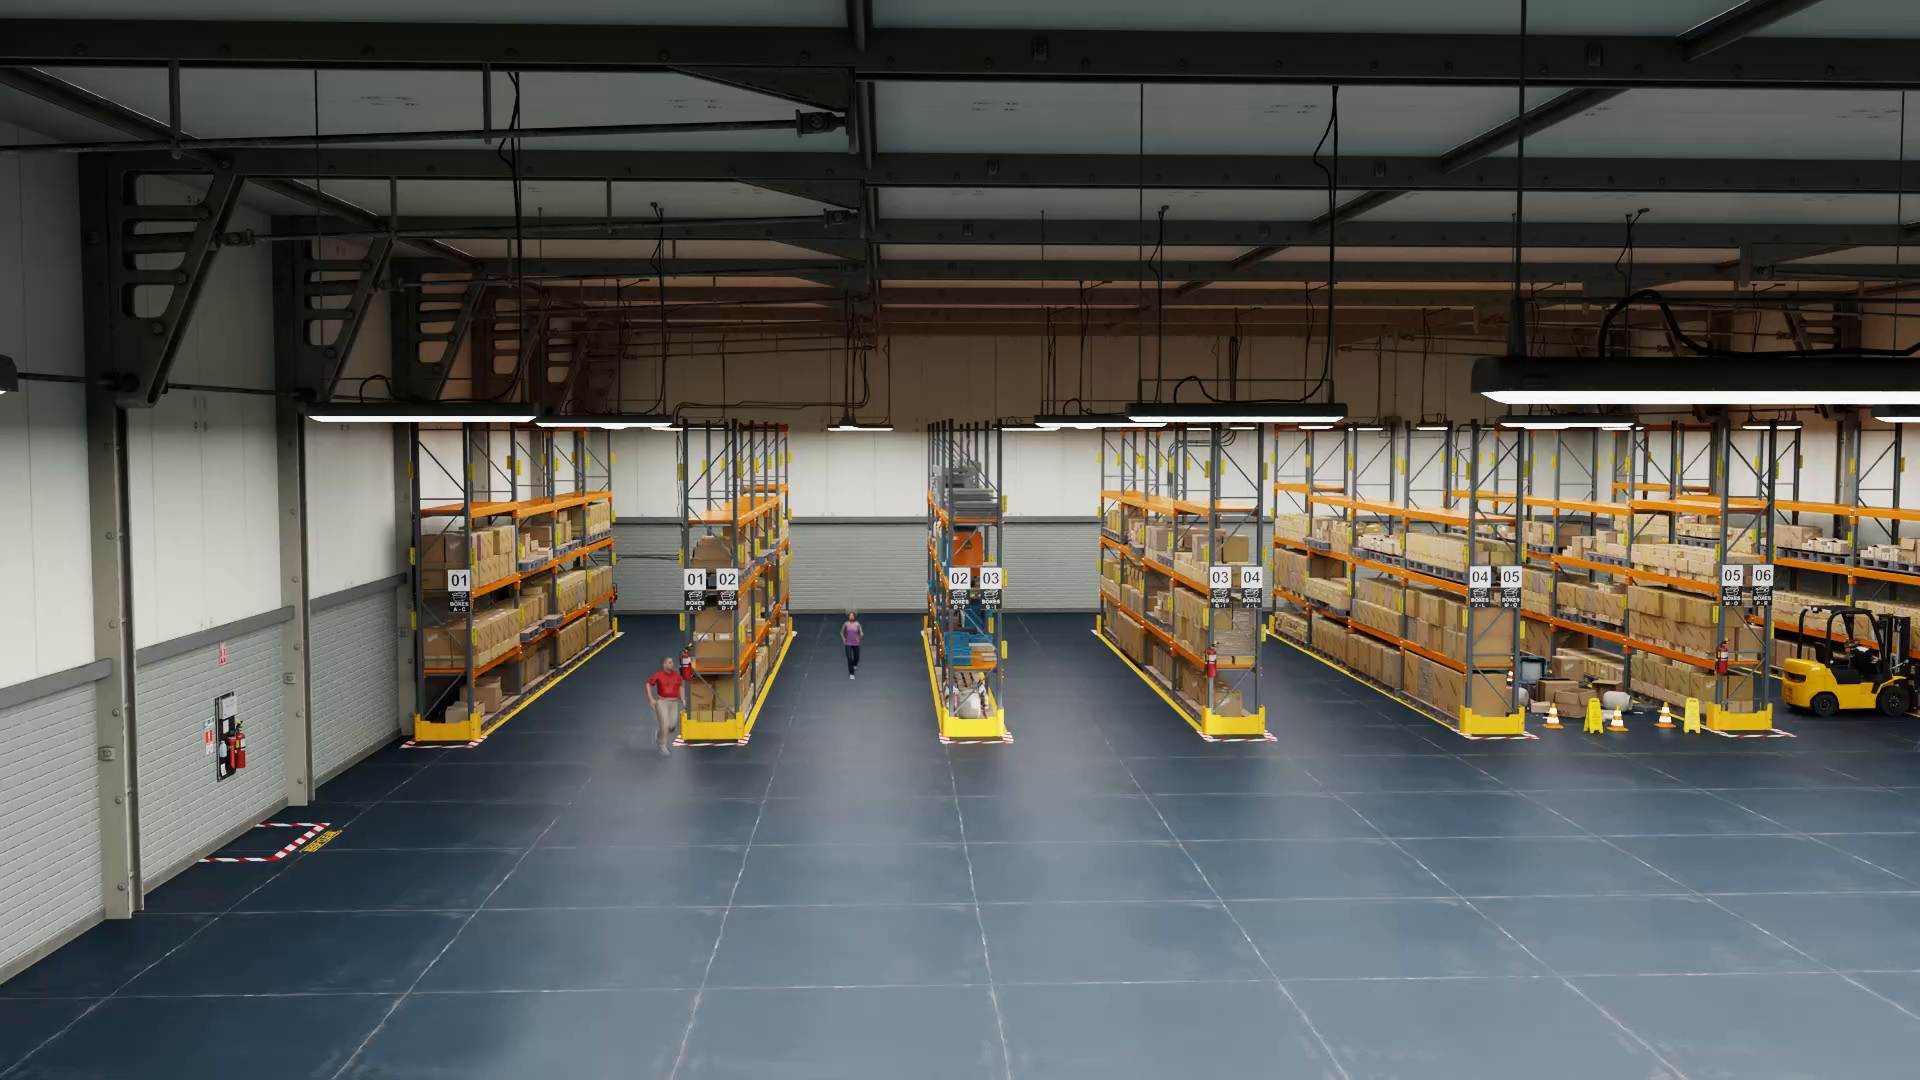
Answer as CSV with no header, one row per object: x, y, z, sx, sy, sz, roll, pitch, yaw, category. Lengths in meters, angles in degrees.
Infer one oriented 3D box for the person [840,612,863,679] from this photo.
-2.525,2.440,38.695,0.538,1.546,0.608,0,4,-6,person

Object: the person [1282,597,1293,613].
9.673,1.718,49.188,0.800,1.741,0.789,2,4,33,person

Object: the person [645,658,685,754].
-5.284,2.980,29.972,0.699,1.689,0.616,-3,5,-36,person
